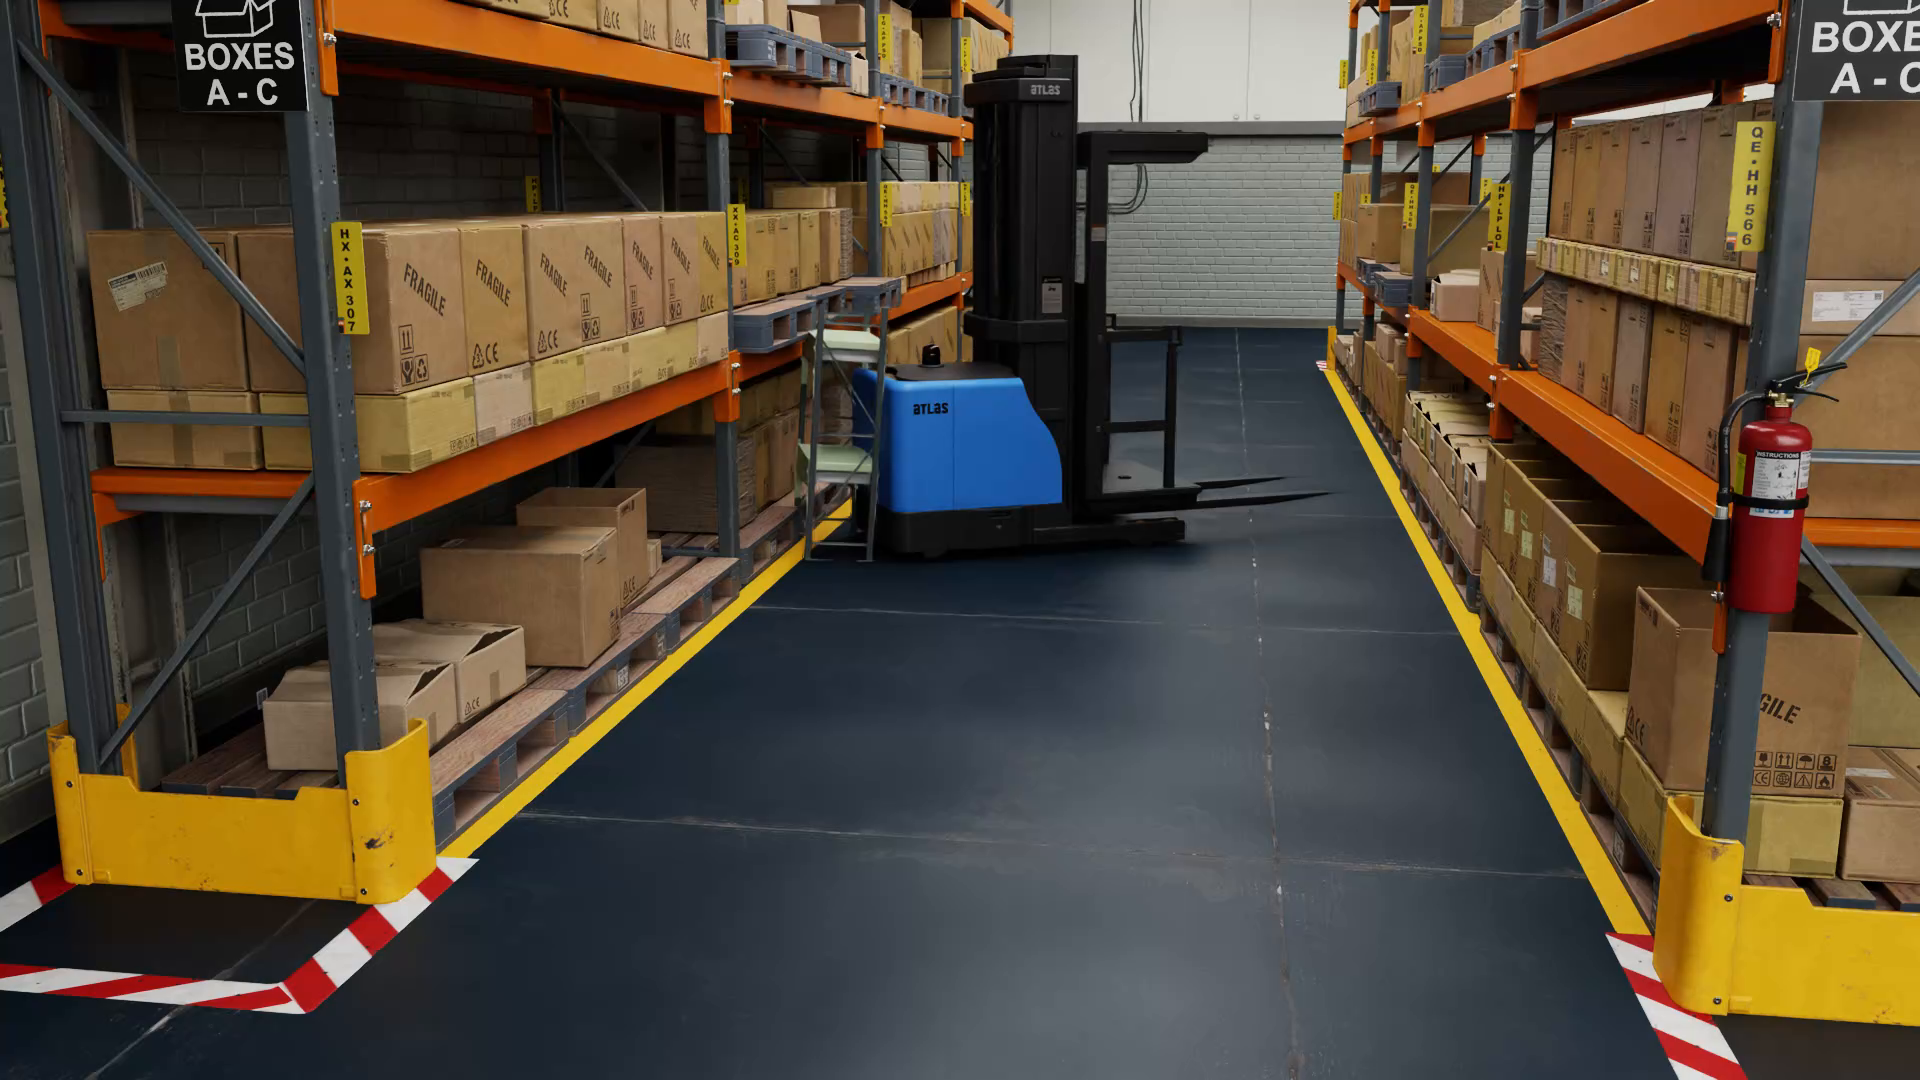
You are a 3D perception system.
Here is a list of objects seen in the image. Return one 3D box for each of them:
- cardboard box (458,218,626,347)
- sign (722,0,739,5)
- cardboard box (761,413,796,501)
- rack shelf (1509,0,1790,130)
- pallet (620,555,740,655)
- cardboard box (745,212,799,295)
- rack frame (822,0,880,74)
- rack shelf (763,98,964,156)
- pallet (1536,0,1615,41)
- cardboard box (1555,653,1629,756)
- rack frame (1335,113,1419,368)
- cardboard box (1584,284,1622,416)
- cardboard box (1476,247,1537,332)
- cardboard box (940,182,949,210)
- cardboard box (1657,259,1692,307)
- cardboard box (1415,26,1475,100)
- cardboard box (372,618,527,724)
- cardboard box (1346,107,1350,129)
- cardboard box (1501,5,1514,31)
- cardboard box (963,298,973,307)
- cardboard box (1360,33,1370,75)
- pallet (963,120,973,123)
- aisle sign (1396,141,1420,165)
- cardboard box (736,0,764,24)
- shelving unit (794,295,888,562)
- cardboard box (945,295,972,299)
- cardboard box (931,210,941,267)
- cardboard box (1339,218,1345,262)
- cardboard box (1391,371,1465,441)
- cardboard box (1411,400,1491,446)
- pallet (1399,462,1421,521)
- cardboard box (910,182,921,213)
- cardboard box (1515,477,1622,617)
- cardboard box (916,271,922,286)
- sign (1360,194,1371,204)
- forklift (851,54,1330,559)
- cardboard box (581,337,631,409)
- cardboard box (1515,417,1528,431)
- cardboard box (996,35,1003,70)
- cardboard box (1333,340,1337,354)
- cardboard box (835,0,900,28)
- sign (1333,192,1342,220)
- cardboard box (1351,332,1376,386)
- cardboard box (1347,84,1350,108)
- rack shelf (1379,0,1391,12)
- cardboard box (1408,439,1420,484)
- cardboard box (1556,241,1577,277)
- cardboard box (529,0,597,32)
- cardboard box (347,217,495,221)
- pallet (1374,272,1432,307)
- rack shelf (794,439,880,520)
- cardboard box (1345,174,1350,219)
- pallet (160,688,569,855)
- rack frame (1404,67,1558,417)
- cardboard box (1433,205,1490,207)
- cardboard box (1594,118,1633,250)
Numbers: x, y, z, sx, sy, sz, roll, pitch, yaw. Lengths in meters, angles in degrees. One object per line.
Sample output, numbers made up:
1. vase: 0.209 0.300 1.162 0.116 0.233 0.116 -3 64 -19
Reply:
1. cardboard box: -1.721 -1.073 6.882 0.500 0.500 0.500 2 12 10
2. sign: -1.178 -2.899 8.476 0.100 0.325 0.005 2 12 9
3. cardboard box: -1.470 -0.556 10.844 0.700 0.500 0.500 2 12 9
4. rack shelf: 2.873 -1.734 6.007 1.077 0.370 4.000 2 12 9
5. pallet: -1.784 0.309 8.560 1.003 0.211 1.213 2 12 9
6. cardboard box: -1.440 -1.818 10.529 0.700 0.500 0.500 4 13 16
7. rack frame: -1.100 -4.961 12.152 1.000 3.000 0.127 2 12 9
8. rack shelf: -0.792 -3.559 14.476 1.077 0.370 4.000 2 12 9
9. pallet: 3.074 -2.280 7.045 1.003 0.211 1.213 2 12 9
10. cardboard box: 2.496 0.606 6.091 0.500 0.250 0.500 2 12 9
11. rack frame: 5.026 -3.534 19.770 1.000 3.000 0.127 2 12 9
12. cardboard box: 2.962 -0.778 6.745 0.700 0.500 0.500 2 12 9
13. cardboard box: 3.553 -1.567 10.409 0.500 0.500 0.500 1 12 6
14. cardboard box: -0.392 -3.220 15.543 0.500 0.250 0.500 2 12 10
15. cardboard box: 2.594 -0.869 5.631 0.380 0.149 0.250 2 12 10
16. cardboard box: 3.829 -3.476 12.143 0.910 0.500 0.500 2 12 9
17. cardboard box: -2.047 0.477 6.499 0.500 0.311 0.500 3 13 13
18. cardboard box: 4.695 -4.828 19.012 0.500 0.250 0.500 2 12 9
19. cardboard box: 3.619 -3.142 10.192 0.500 0.250 0.500 2 12 8
20. cardboard box: 0.243 -2.759 19.573 0.380 0.149 0.250 2 12 10
21. cardboard box: 4.802 -5.329 18.370 0.700 0.500 0.500 2 12 9
22. pallet: 0.027 -4.962 19.487 1.003 0.211 1.213 2 12 9
23. aisle sign: 5.339 -4.809 19.516 0.394 0.787 0.004 2 12 9
24. cardboard box: -1.457 -3.063 9.680 0.500 0.311 0.500 2 12 10
25. shelving unit: -0.734 -0.685 10.034 0.431 1.500 0.755 2 12 -12
26. cardboard box: -0.057 -2.877 20.122 0.380 0.149 0.250 2 12 9
27. cardboard box: -0.461 -2.750 15.142 0.500 0.500 0.500 2 12 9
28. cardboard box: 4.697 -3.499 19.371 0.500 0.500 0.500 2 12 10
29. cardboard box: 3.707 -1.064 13.199 0.500 0.500 0.500 2 12 11
30. cardboard box: 3.352 -0.795 11.259 0.500 0.311 0.500 2 12 7
31. pallet: 3.630 -0.335 11.547 1.003 0.211 1.213 2 12 9
32. cardboard box: -0.621 -2.901 14.064 0.500 0.250 0.500 2 12 9
33. cardboard box: 2.646 0.031 6.979 0.500 0.500 0.500 2 12 9
34. cardboard box: -0.548 -2.350 14.828 0.380 0.149 0.250 2 12 10
35. sign: 3.873 -3.140 15.890 0.100 0.325 0.005 2 12 9
36. forklift: 0.881 -1.487 10.434 3.031 2.935 1.130 -4 13 -18
37. cardboard box: -1.712 -0.710 6.977 0.500 0.250 0.500 2 12 9
38. cardboard box: 3.804 -0.673 10.696 0.500 0.311 0.500 2 12 8
39. cardboard box: 0.200 -5.442 18.848 0.500 0.500 0.500 2 12 10
40. cardboard box: 4.622 -2.279 19.672 0.380 0.149 0.250 2 12 9
41. cardboard box: -0.820 -4.663 14.830 0.500 0.250 0.500 1 12 7
42. sign: 4.489 -3.974 19.761 0.100 0.325 0.005 2 12 9
43. cardboard box: 4.218 -1.822 16.717 0.500 0.500 0.500 2 12 9
44. cardboard box: 4.689 -5.073 18.960 0.500 0.250 0.500 2 12 9
45. rack shelf: 4.103 -4.670 13.461 1.077 0.370 4.000 2 12 9
46. cardboard box: 3.348 -0.525 11.341 0.500 0.250 0.500 2 12 7
47. cardboard box: 2.871 -1.246 7.378 0.380 0.149 0.250 2 12 7
48. cardboard box: -1.777 -2.280 6.550 0.500 0.500 0.500 3 12 12
49. cardboard box: -2.228 -1.088 6.950 0.500 0.500 0.500 2 12 9
50. pallet: 3.830 -1.918 12.728 1.213 0.211 1.003 2 12 9
51. rack shelf: -0.758 -0.367 10.099 0.431 0.370 0.720 2 12 -12
52. cardboard box: 4.624 -3.878 18.759 0.500 0.500 0.500 2 12 9
53. pallet: -2.159 0.817 6.203 1.003 0.211 1.213 2 12 9
54. rack frame: 3.795 -1.868 12.043 1.000 3.000 0.127 2 12 9
55. cardboard box: 4.200 -2.585 14.136 0.700 0.500 0.500 -1 12 -6
56. cardboard box: 2.964 -1.417 6.631 0.700 0.500 0.500 2 12 9
